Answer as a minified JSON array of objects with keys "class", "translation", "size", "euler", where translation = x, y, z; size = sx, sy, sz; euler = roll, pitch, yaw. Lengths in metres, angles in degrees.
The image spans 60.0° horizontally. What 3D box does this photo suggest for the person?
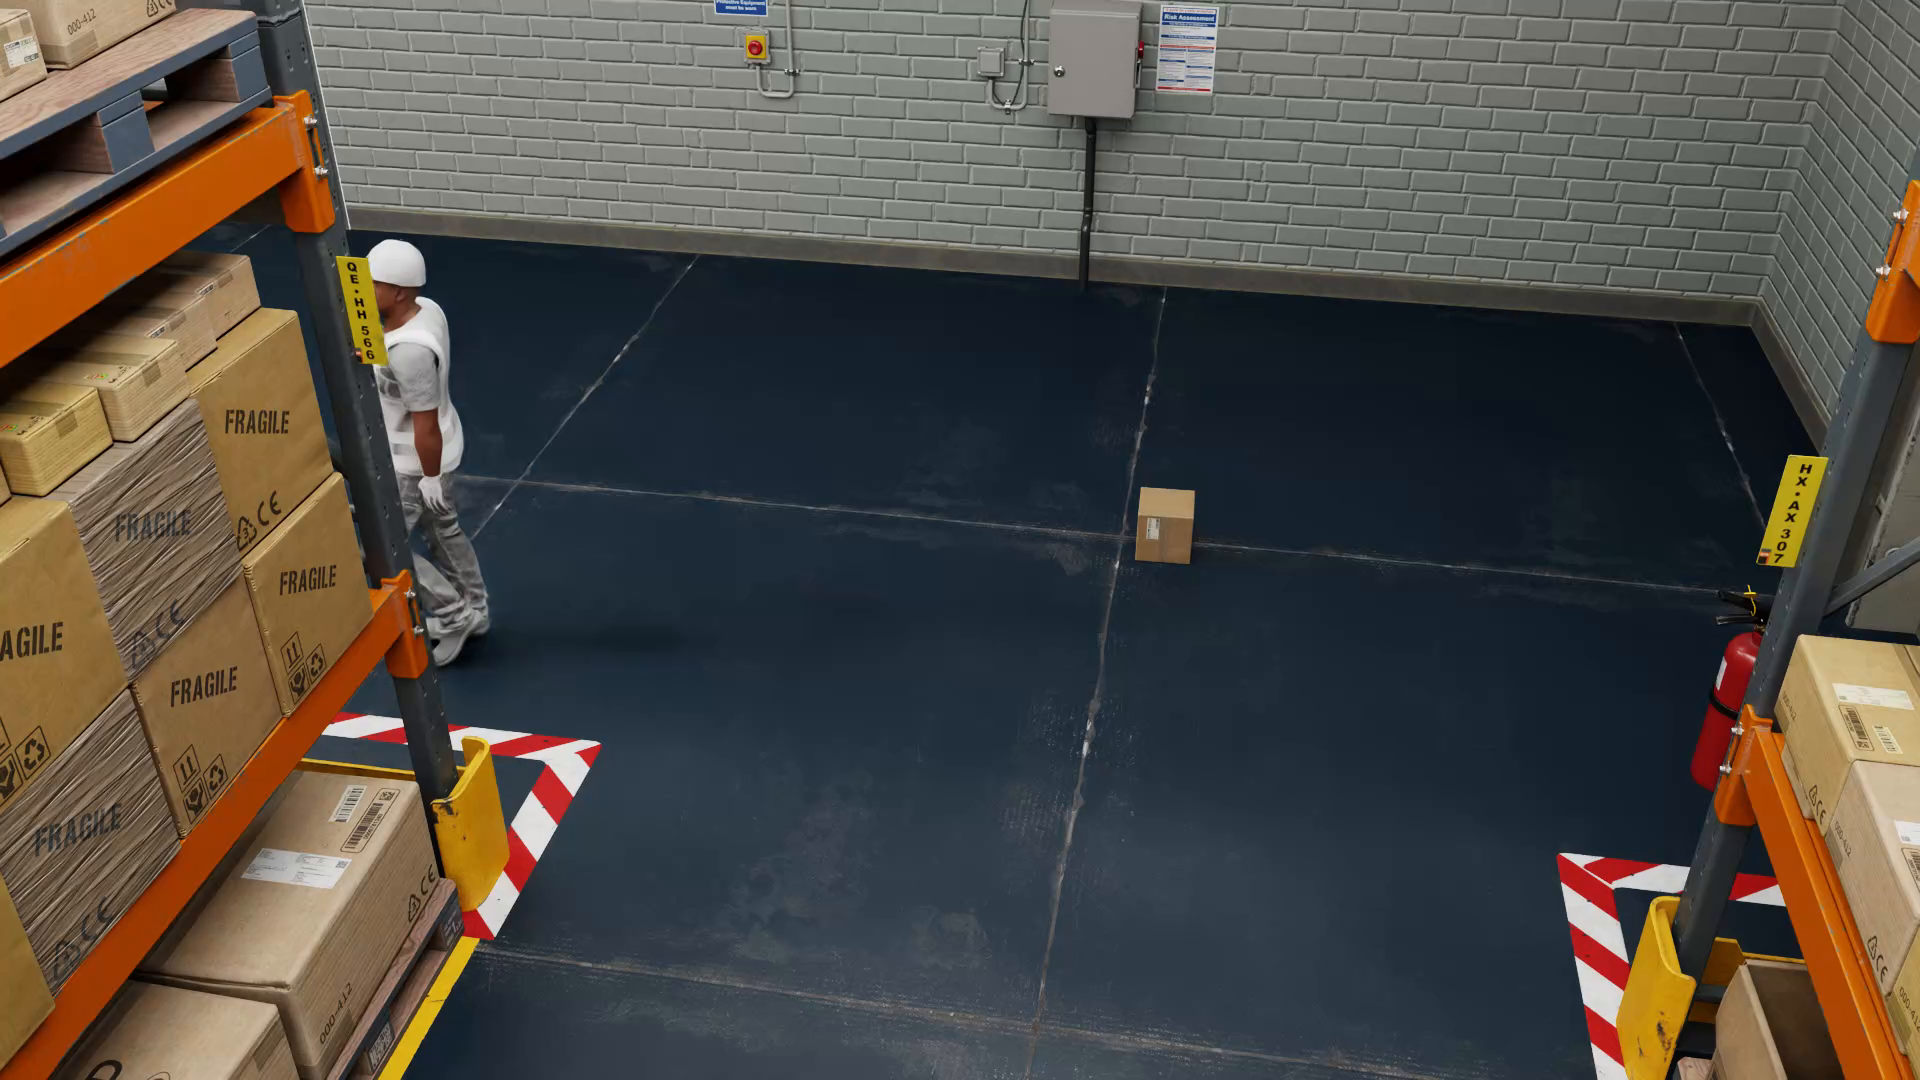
[{"class":"person","translation":[-2.189,-0.329,6.610],"size":[0.450,1.801,0.549],"euler":[-5,32,-7]}]
